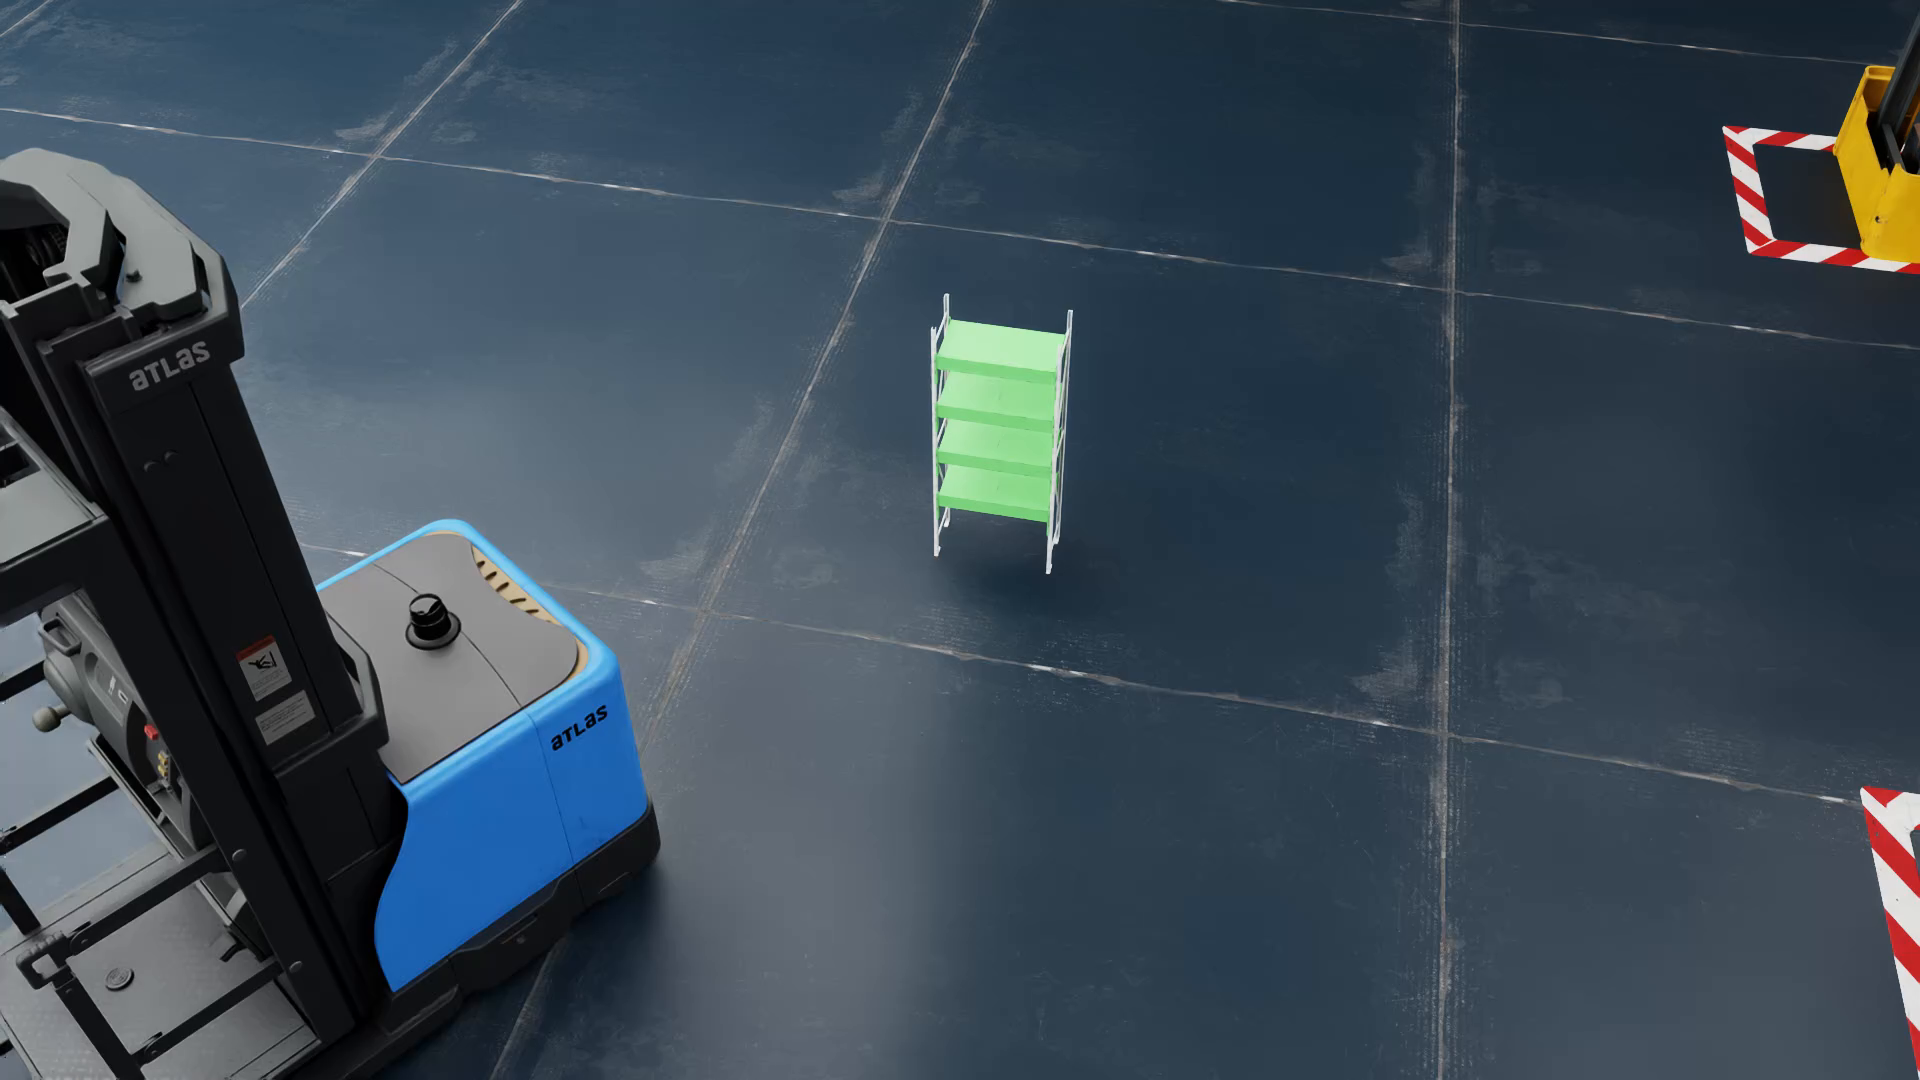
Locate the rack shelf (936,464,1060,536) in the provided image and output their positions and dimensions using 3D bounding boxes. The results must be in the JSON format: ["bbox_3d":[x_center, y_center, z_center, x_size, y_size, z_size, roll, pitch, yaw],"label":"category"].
[{"bbox_3d":[0.162,-0.188,6.979,0.480,0.148,0.258,9,45,9],"label":"rack shelf"}]

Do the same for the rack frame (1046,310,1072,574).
[{"bbox_3d":[0.400,-0.370,6.730,0.015,1.200,0.240,9,45,9],"label":"rack frame"}]

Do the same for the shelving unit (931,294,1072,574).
[{"bbox_3d":[0.162,-0.407,6.768,0.503,1.200,0.258,9,45,9],"label":"shelving unit"}]

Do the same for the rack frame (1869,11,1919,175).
[{"bbox_3d":[5.080,-2.935,8.096,0.127,3.000,1.000,9,45,9],"label":"rack frame"}]

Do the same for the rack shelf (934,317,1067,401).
[{"bbox_3d":[0.162,-0.707,6.479,0.480,0.148,0.258,9,45,9],"label":"rack shelf"}]

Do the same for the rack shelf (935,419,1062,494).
[{"bbox_3d":[0.162,-0.361,6.812,0.480,0.148,0.258,9,45,9],"label":"rack shelf"}]

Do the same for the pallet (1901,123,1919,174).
[{"bbox_3d":[5.835,-1.843,8.972,1.213,0.211,1.003,9,45,9],"label":"pallet"}]

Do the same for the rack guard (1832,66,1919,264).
[{"bbox_3d":[5.057,-2.038,8.967,0.348,0.500,1.175,9,45,9],"label":"rack guard"}]

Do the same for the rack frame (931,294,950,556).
[{"bbox_3d":[-0.077,-0.444,6.806,0.015,1.200,0.240,9,45,9],"label":"rack frame"}]

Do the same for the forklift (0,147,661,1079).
[{"bbox_3d":[-2.477,0.573,4.501,3.031,2.935,1.130,-34,54,-30],"label":"forklift"}]

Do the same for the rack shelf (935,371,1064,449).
[{"bbox_3d":[0.162,-0.534,6.646,0.480,0.148,0.258,9,45,9],"label":"rack shelf"}]
